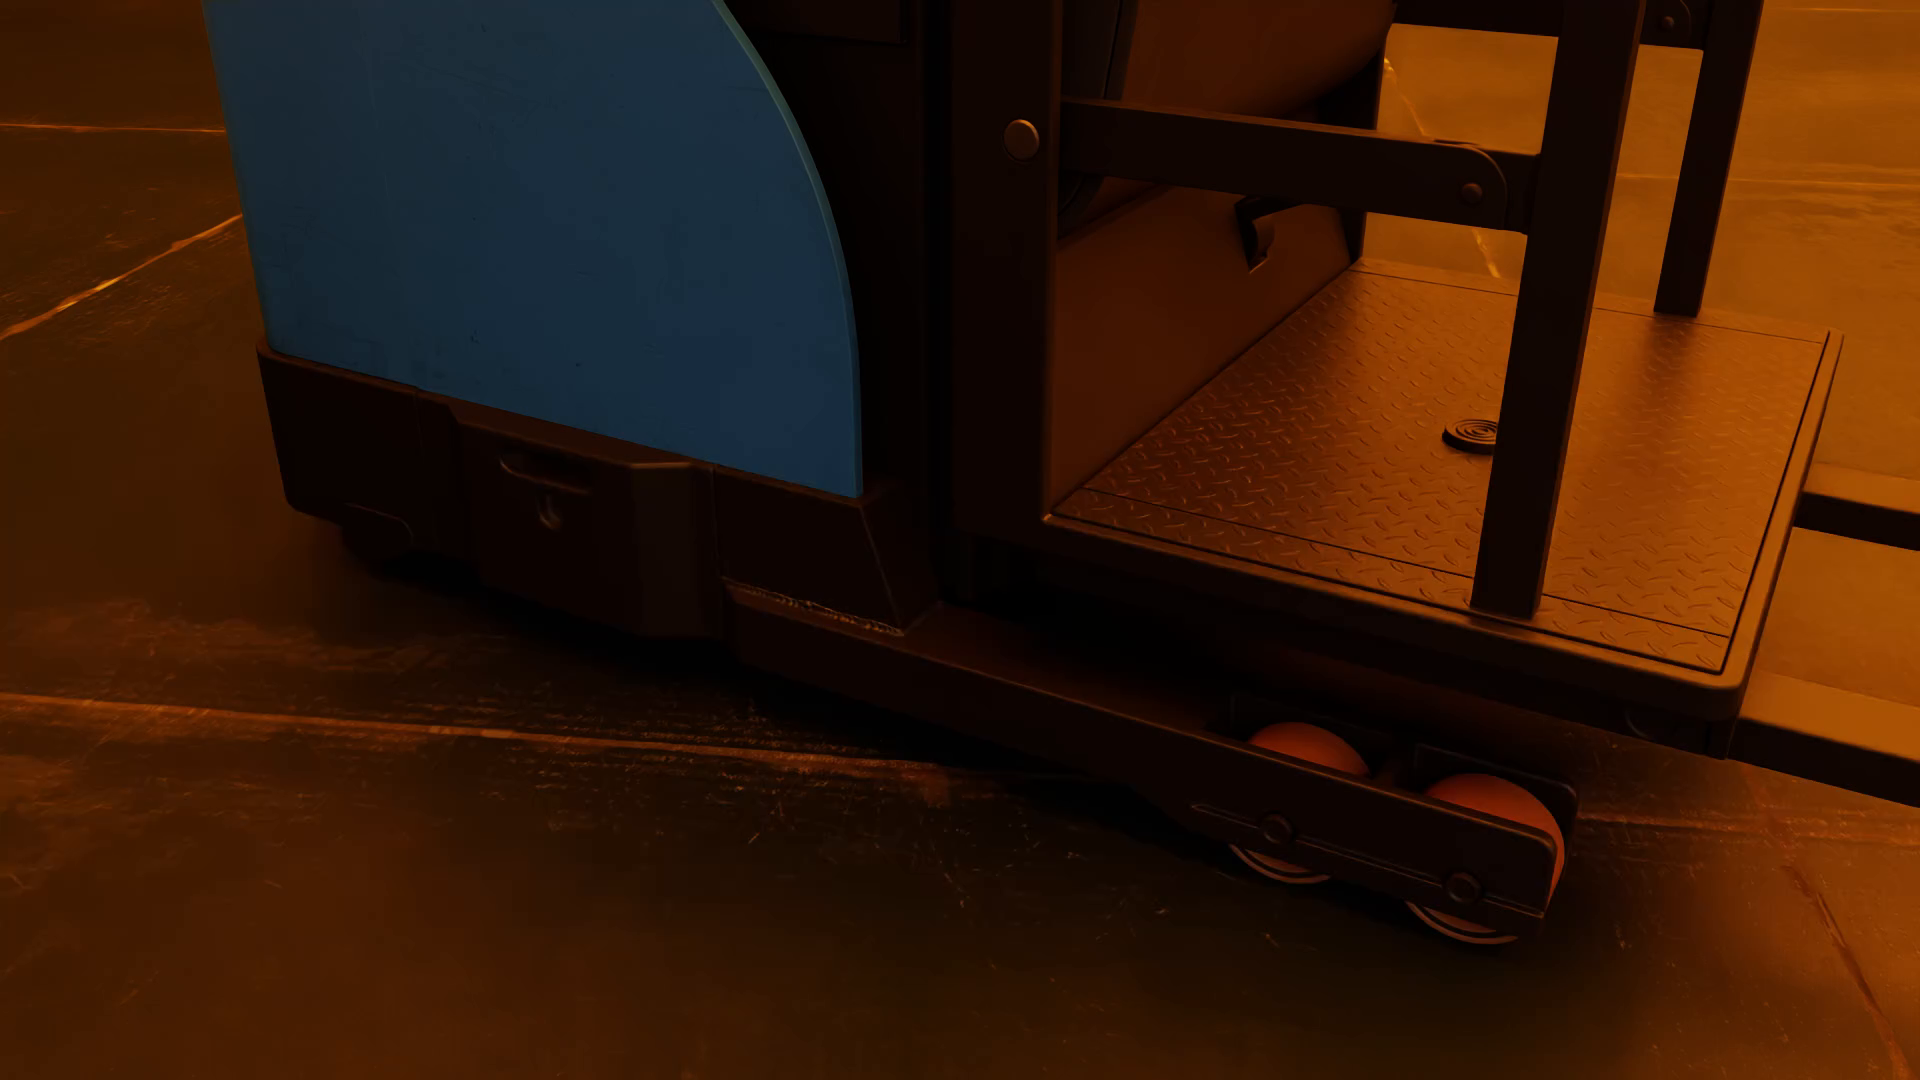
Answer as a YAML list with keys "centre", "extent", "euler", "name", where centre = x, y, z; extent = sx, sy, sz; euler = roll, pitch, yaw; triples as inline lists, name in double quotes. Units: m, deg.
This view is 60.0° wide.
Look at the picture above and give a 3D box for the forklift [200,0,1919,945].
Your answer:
- centre: [0.529, -1.176, 1.574]
  extent: [3.031, 2.935, 1.130]
  euler: [14, 30, 26]
  name: "forklift"
